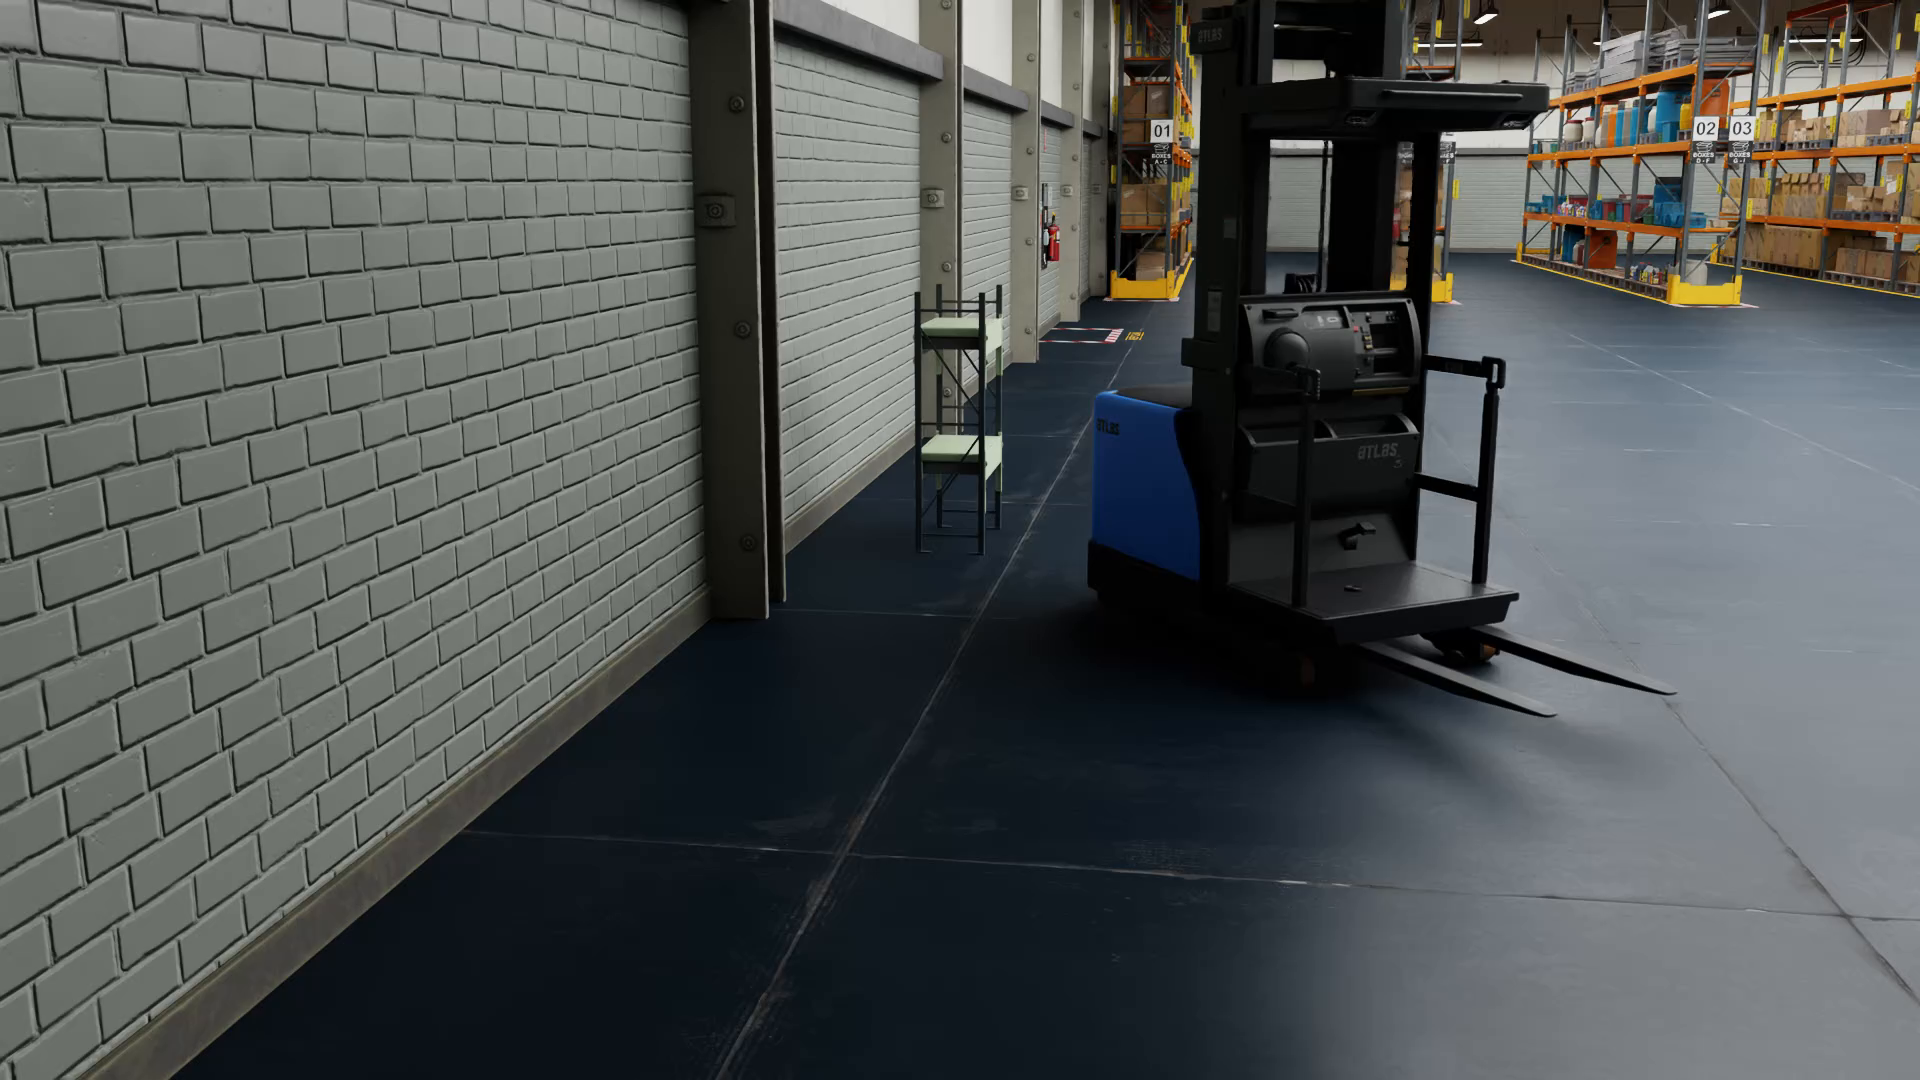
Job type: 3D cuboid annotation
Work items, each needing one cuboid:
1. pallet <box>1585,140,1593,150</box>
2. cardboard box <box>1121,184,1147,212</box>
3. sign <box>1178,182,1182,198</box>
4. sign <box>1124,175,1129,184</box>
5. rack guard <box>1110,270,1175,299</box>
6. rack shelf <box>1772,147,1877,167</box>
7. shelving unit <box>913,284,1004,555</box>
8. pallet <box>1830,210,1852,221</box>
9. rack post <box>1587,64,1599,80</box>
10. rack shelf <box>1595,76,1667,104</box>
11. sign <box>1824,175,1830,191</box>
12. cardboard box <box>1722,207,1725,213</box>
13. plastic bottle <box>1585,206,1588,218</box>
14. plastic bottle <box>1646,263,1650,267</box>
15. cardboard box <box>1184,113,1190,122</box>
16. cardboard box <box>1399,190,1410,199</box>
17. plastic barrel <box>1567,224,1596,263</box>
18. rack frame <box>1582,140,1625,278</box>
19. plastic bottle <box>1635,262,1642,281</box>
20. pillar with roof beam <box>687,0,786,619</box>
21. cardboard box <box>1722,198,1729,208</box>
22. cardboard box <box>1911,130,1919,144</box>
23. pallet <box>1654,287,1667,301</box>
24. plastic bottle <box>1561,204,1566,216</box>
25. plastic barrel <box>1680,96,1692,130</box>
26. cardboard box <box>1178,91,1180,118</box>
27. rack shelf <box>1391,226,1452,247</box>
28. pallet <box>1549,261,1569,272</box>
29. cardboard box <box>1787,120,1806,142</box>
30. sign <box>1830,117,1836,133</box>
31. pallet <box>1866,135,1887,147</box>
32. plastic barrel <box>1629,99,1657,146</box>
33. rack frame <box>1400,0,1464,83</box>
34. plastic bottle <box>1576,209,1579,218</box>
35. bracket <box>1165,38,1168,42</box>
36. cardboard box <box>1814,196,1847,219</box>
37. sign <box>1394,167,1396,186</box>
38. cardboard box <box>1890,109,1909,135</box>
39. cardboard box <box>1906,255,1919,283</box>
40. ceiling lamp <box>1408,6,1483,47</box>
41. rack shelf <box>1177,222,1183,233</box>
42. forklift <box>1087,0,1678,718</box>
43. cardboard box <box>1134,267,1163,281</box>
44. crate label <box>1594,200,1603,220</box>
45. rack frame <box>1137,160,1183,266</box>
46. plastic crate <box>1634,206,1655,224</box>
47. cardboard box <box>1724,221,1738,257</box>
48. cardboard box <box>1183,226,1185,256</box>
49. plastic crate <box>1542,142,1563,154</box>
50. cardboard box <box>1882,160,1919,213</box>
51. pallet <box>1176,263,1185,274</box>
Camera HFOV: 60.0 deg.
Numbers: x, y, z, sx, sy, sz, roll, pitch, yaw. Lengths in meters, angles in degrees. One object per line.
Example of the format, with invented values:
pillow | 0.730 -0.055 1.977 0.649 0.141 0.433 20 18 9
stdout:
pallet | 14.595 -8.820 37.129 1.003 0.211 1.213 2 12 9
cardboard box | 3.224 -6.354 30.885 0.500 0.500 0.500 2 12 8
sign | 4.514 -7.186 34.161 0.100 0.325 0.005 2 12 9
sign | 3.428 -7.362 34.285 0.100 0.325 0.005 2 12 9
rack guard | 3.373 -4.740 30.800 1.175 0.500 0.348 2 12 9
rack shelf | 19.582 -8.661 37.648 1.077 0.370 4.000 2 12 9
shelving unit | -0.001 -0.732 9.829 0.431 1.500 0.755 2 12 9
pallet | 19.271 -6.884 35.272 1.213 0.211 1.003 2 12 9
rack post | 14.452 -10.338 36.783 0.954 0.300 0.937 2 12 9
rack shelf | 14.073 -9.259 34.255 1.077 0.370 4.000 2 12 9
sign | 18.726 -7.713 35.914 0.100 0.325 0.005 2 12 9
cardboard box | 20.125 -8.609 43.417 0.380 0.149 0.250 2 12 9
plastic bottle | 14.022 -7.331 37.168 0.061 0.283 0.133 2 12 9
plastic bottle | 13.374 -5.218 32.331 0.144 0.351 0.185 2 12 9
cardboard box | 5.594 -10.597 42.267 0.500 0.500 0.500 2 12 8
cardboard box | 8.127 -6.238 30.041 0.380 0.149 0.250 2 12 8
plastic barrel | 14.787 -7.042 39.534 0.600 0.901 0.708 2 12 9
rack frame | 14.381 -7.290 36.701 1.000 3.000 0.127 2 12 9
plastic bottle | 13.231 -5.223 32.353 0.144 0.351 0.185 2 12 10
pillar with roof beam | 3.177 -3.917 6.808 9.100 9.000 0.400 2 12 9
cardboard box | 20.165 -8.776 43.245 0.500 0.250 0.500 2 12 7
cardboard box | 18.337 -7.605 31.396 0.500 0.250 0.500 1 12 6
pallet | 13.246 -4.448 30.132 1.003 0.211 1.213 2 12 9
plastic bottle | 14.492 -7.902 39.834 0.152 0.276 0.135 2 12 9
plastic barrel | 13.200 -7.630 29.714 0.600 0.588 0.600 0 12 0
cardboard box | 4.023 -8.456 32.331 0.500 0.500 0.500 1 12 7
rack shelf | 8.564 -5.851 31.729 1.077 0.370 4.000 2 12 9
pallet | 14.836 -6.600 40.119 1.003 0.211 1.213 2 12 9
cardboard box | 19.811 -9.562 38.887 0.700 0.500 0.500 2 12 10
sign | 18.728 -8.907 35.669 0.100 0.325 0.005 2 12 9
pallet | 19.016 -8.013 33.379 1.213 0.211 1.003 2 12 9
plastic barrel | 13.629 -8.282 32.992 0.600 0.901 0.708 2 12 9
rack frame | 8.257 -8.719 29.090 1.000 3.000 0.127 2 12 9
plastic bottle | 14.198 -7.504 38.166 0.097 0.201 0.097 0 12 0
bracket | 6.162 -15.127 50.281 0.235 0.232 0.430 2 12 9
cardboard box | 19.106 -7.289 36.460 0.500 0.500 0.500 2 12 10
sign | 7.723 -6.488 29.670 0.100 0.325 0.005 2 12 9
cardboard box | 18.974 -8.310 33.071 0.797 0.503 0.637 2 12 11
cardboard box | 18.559 -5.198 31.931 0.500 0.500 0.500 1 12 7
ceiling lamp | 13.602 -15.380 46.142 2.000 3.185 0.800 2 12 9
rack shelf | 4.284 -6.843 36.334 1.077 0.370 4.000 2 12 9
forklift | 1.753 -0.898 7.202 1.130 2.935 3.031 -6 13 -25
cardboard box | 3.557 -4.988 31.355 0.500 0.311 0.500 0 12 2
crate label | 13.961 -7.109 35.778 0.502 0.435 0.616 2 12 9
rack frame | 4.592 -7.611 38.190 1.000 3.000 0.127 2 12 9
plastic crate | 13.559 -6.322 32.357 0.767 0.338 0.504 2 12 9
cardboard box | 20.486 -7.826 43.233 0.875 0.875 0.875 2 12 9
cardboard box | 5.235 -7.459 41.589 0.750 0.750 0.750 2 12 9
plastic crate | 14.965 -9.913 42.030 0.437 0.282 0.530 2 12 9
cardboard box | 18.920 -6.956 32.731 1.000 1.000 1.000 2 12 9
pallet | 4.787 -6.410 39.234 1.003 0.211 1.213 2 12 9
